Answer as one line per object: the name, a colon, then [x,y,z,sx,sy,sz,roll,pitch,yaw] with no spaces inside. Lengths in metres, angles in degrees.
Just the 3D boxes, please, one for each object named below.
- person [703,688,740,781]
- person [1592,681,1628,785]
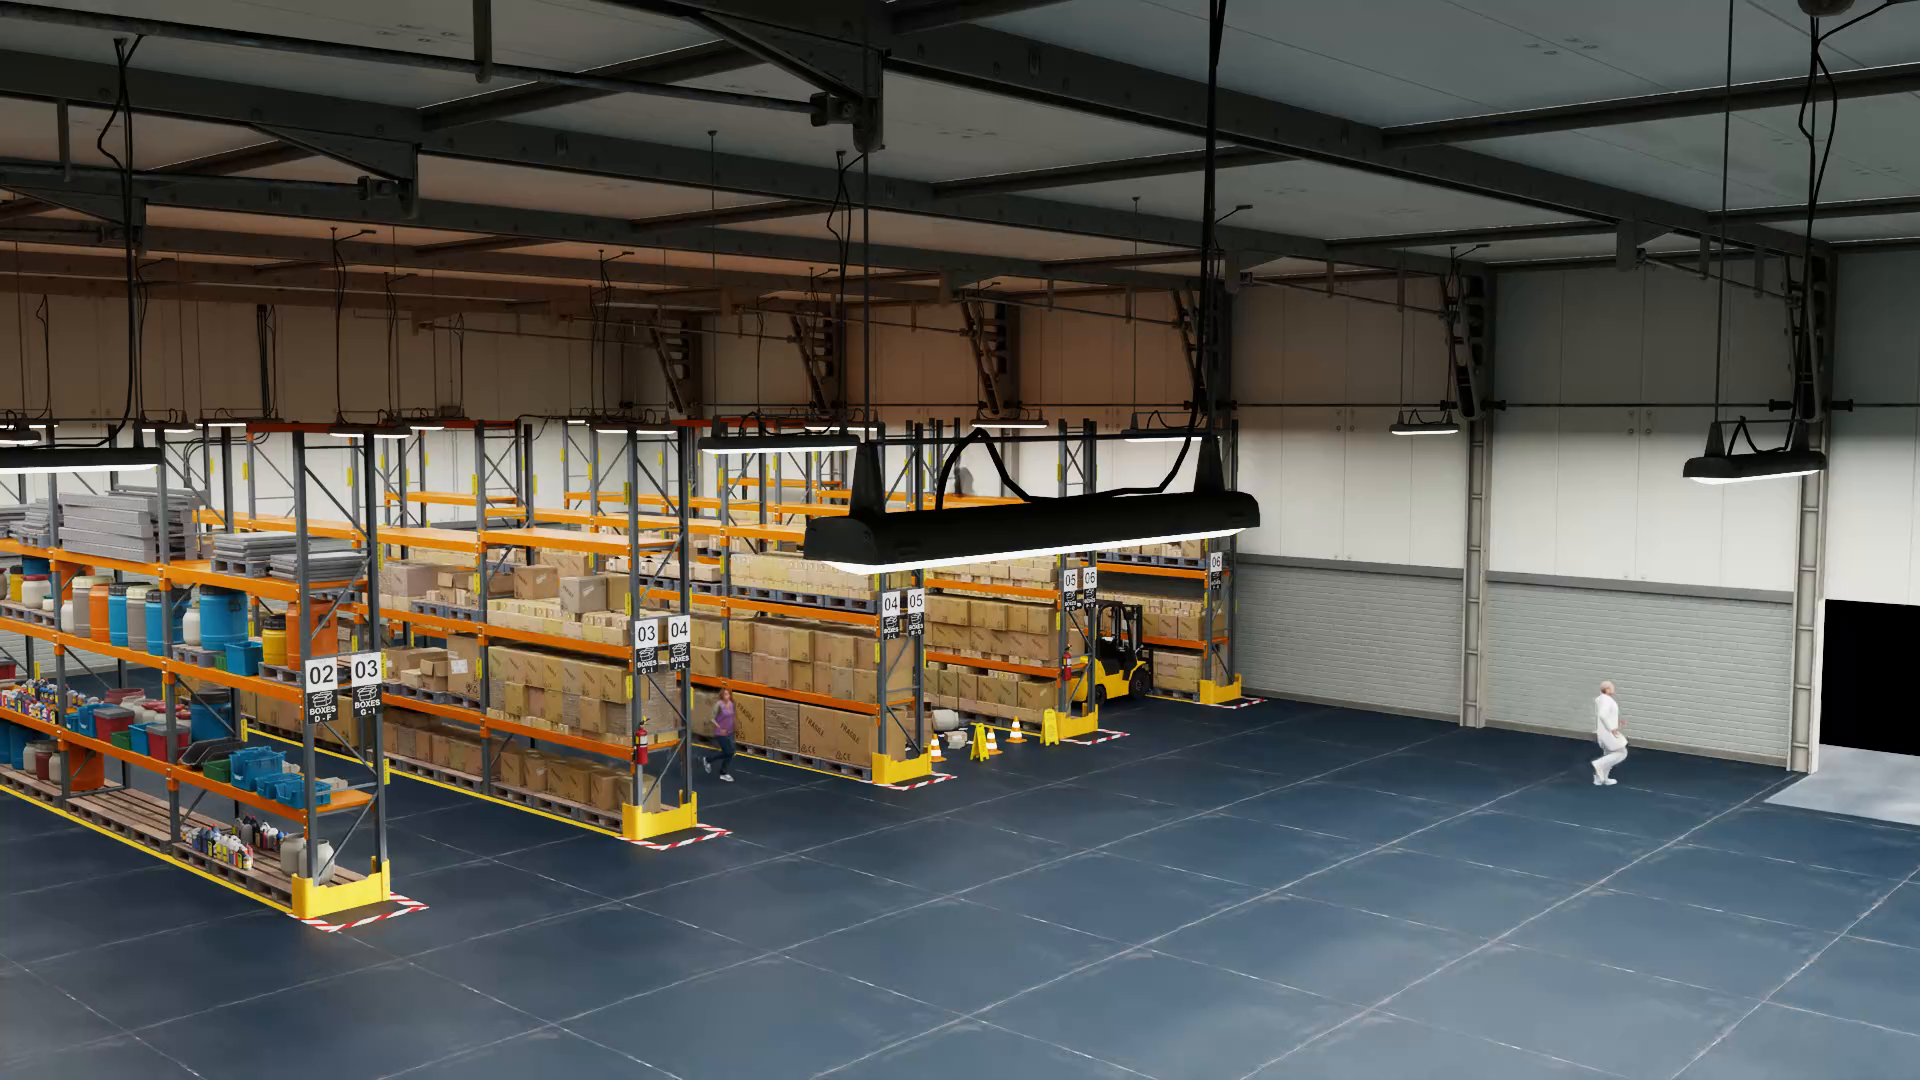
person: [-4.014,3.270,28.083,0.591,1.575,0.534,3,5,32]
person: [10.804,3.209,27.637,0.624,1.731,0.714,0,5,2]
